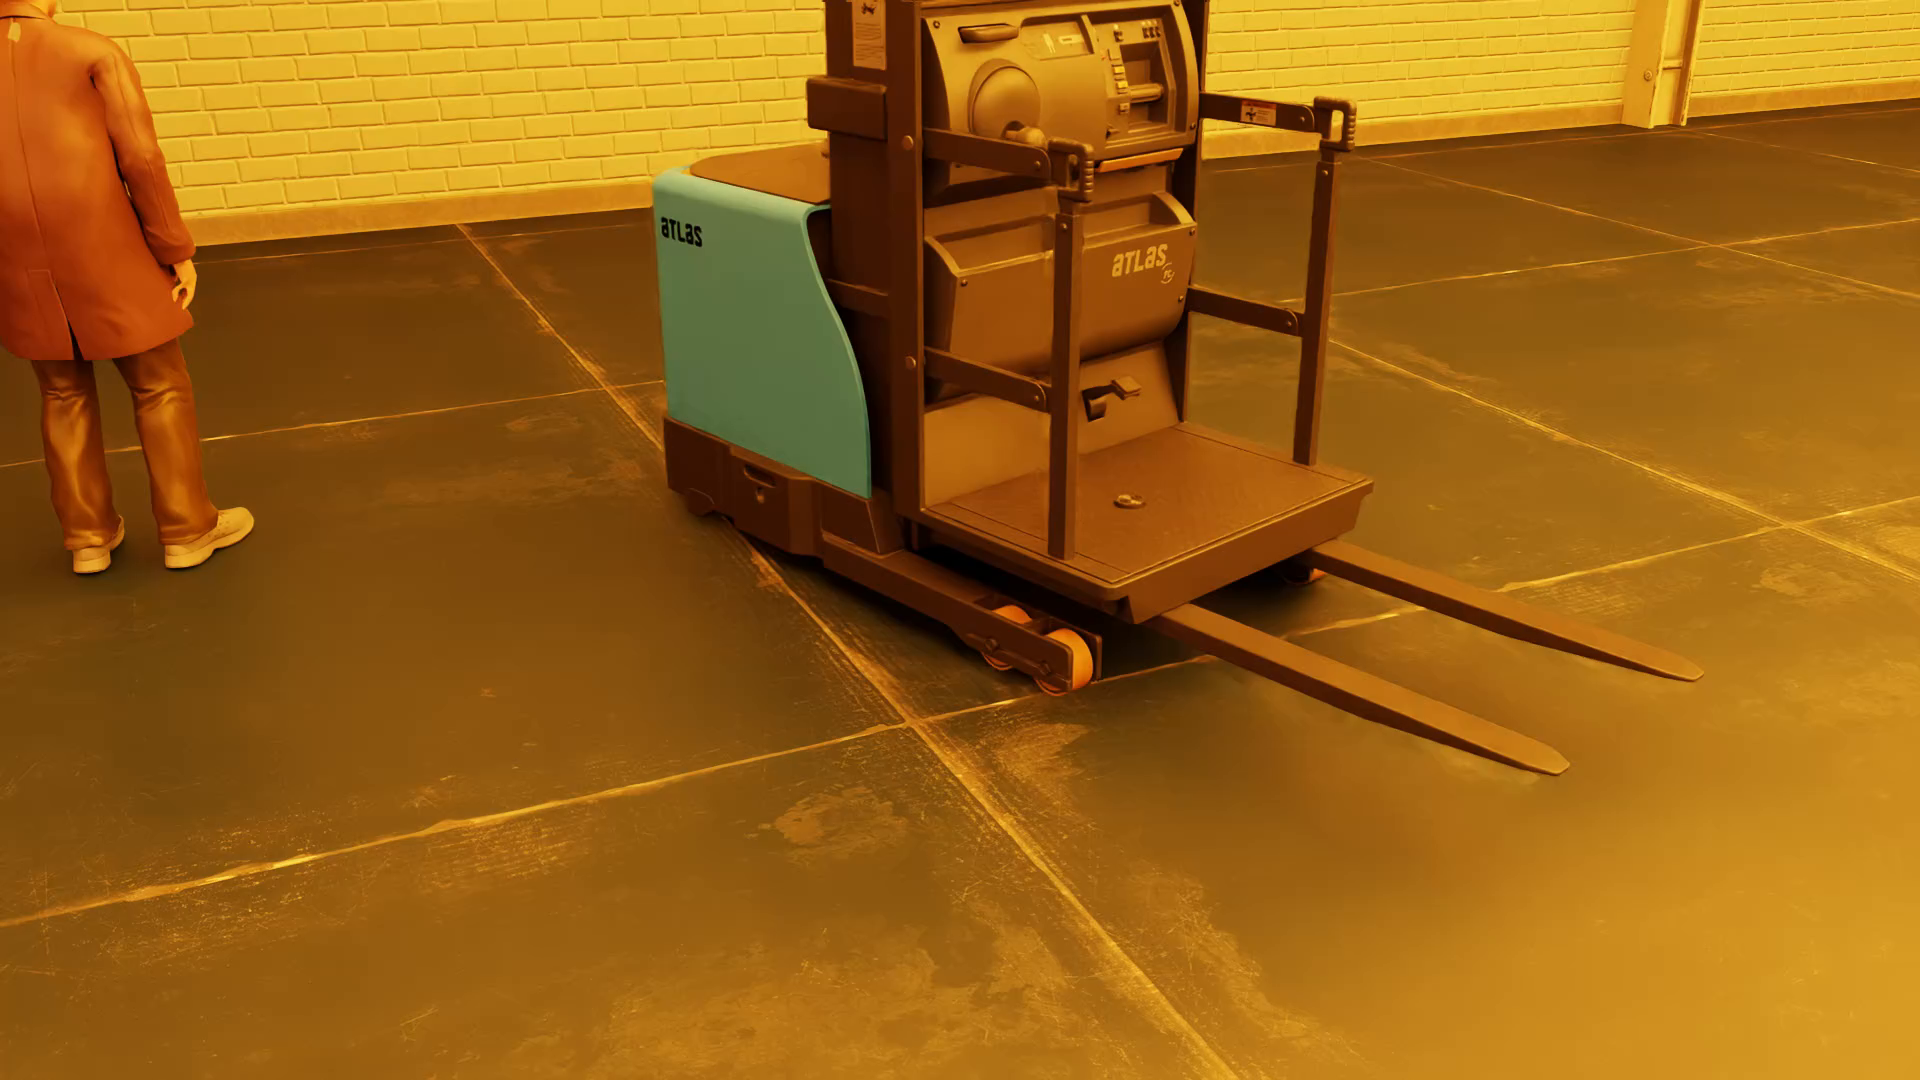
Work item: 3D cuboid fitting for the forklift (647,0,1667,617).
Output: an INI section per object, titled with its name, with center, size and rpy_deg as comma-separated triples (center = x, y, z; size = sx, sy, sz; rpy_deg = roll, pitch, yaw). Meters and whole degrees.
[forklift]
center = 0.619, -1.405, 4.668
size = 3.031, 2.935, 1.130
rpy_deg = -4, 23, -10

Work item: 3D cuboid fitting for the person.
[person]
center = -2.479, -0.774, 4.659
size = 0.647, 1.772, 0.430
rpy_deg = -3, 23, -7
